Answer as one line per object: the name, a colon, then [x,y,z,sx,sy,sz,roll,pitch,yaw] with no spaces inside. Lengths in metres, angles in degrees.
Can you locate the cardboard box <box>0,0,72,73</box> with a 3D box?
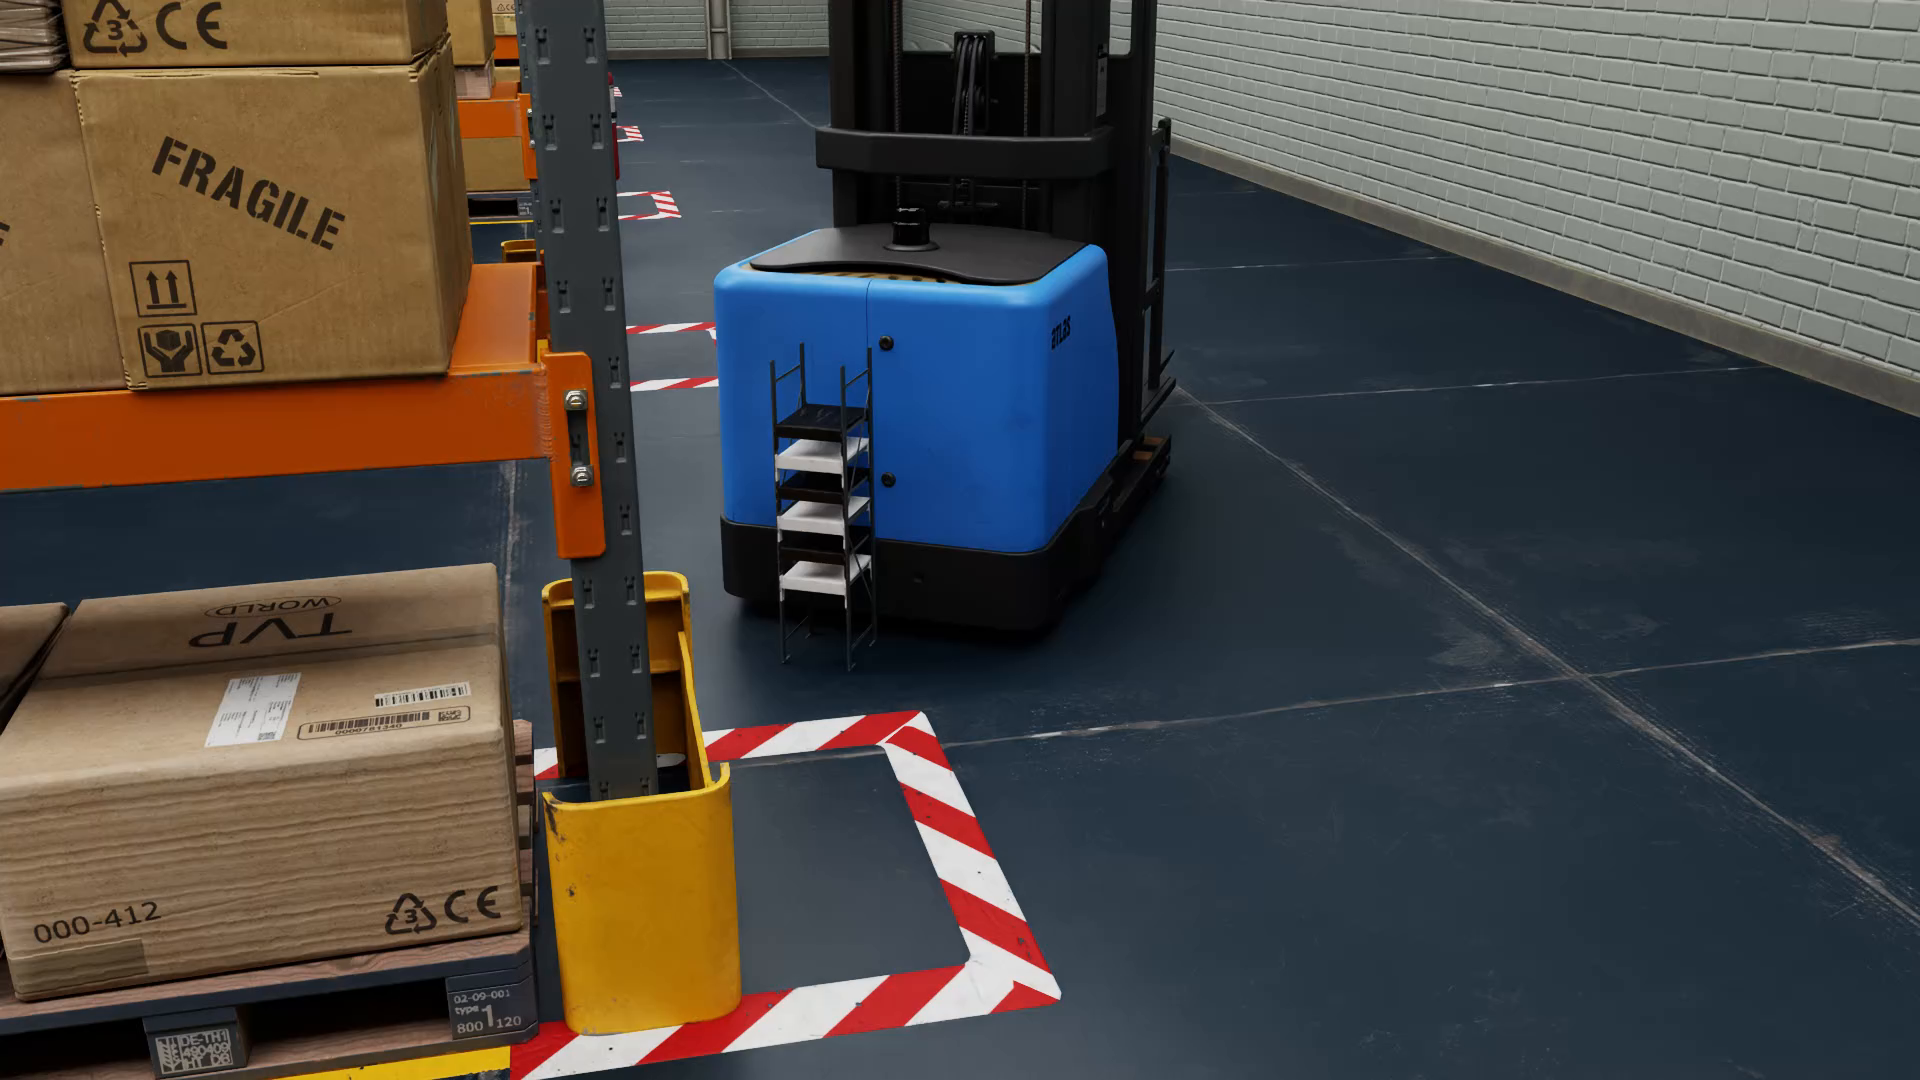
cardboard box: [-1.664,-1.002,2.590,0.500,0.500,0.500,-5,21,-12]

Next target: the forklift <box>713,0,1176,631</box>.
forklift: [0.190,-1.583,5.875,1.130,2.935,3.031,6,21,16]

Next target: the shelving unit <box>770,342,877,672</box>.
shelving unit: [-0.383,-0.093,4.759,0.210,0.900,0.258,6,21,15]

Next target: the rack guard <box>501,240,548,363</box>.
rack guard: [-2.059,-1.124,8.156,0.348,0.500,1.175,-5,21,-12]

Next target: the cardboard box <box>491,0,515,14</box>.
cardboard box: [-3.438,-3.914,11.924,0.500,0.250,0.500,-5,21,-13]

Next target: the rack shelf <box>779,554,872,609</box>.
rack shelf: [-0.383,0.108,4.832,0.200,0.077,0.258,6,21,15]

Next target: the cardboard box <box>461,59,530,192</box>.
cardboard box: [-3.632,-3.094,12.378,0.875,0.875,0.875,-5,21,-12]

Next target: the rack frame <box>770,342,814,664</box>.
rack frame: [-0.481,-0.102,4.786,0.006,0.900,0.240,6,21,15]

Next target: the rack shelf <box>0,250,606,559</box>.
rack shelf: [-2.694,-0.159,2.932,4.000,0.370,1.077,-5,21,-12]

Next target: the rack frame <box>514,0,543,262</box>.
rack frame: [-1.985,-2.304,7.742,0.127,3.000,1.000,-5,21,-12]

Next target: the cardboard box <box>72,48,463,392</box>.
cardboard box: [-1.156,-0.575,2.878,0.500,0.500,0.500,-5,21,-12]

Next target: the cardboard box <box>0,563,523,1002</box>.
cardboard box: [-1.367,0.437,3.375,0.875,0.438,0.875,-5,21,-14]

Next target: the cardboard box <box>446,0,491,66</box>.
cardboard box: [-2.363,-2.369,7.342,0.500,0.500,0.500,-4,21,-11]

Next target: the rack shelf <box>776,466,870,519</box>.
rack shelf: [-0.383,-0.146,4.739,0.200,0.077,0.258,6,21,15]

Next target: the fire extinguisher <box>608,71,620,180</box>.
fire extinguisher: [-1.633,-1.958,7.452,0.183,0.674,0.296,-5,21,-12]

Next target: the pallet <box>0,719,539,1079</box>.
pallet: [-1.507,0.744,3.476,1.213,0.211,1.003,-5,21,-12]

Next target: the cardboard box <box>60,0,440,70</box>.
cardboard box: [-1.162,-1.053,2.730,0.500,0.500,0.500,-4,20,-11]

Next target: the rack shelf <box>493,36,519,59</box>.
rack shelf: [-4.974,-3.476,11.988,4.000,0.370,1.077,-5,21,-12]

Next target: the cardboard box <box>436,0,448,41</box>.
cardboard box: [-1.280,-1.228,3.208,0.500,0.500,0.500,-5,21,-14]

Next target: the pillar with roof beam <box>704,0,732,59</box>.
pillar with roof beam: [-3.028,-10.825,22.283,0.400,9.000,9.100,-5,21,-12]

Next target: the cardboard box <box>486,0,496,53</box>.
cardboard box: [-2.485,-2.547,7.829,0.500,0.500,0.500,-4,20,-10]

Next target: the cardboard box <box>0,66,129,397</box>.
cardboard box: [-1.648,-0.540,2.783,0.500,0.500,0.500,-5,21,-14]

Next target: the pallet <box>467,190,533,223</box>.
pallet: [-3.788,-2.573,12.532,1.213,0.211,1.003,-5,21,-12]

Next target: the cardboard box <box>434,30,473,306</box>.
cardboard box: [-1.280,-0.760,3.382,0.500,0.500,0.500,-5,21,-13]

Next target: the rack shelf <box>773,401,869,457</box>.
rack shelf: [-0.383,-0.315,4.678,0.200,0.077,0.258,6,21,15]

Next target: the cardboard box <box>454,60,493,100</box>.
cardboard box: [-2.237,-2.065,7.457,0.250,0.149,0.380,-5,21,-12]

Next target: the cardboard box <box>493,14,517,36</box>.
cardboard box: [-3.298,-3.716,11.962,0.250,0.149,0.380,-4,21,-11]

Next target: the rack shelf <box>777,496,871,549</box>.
rack shelf: [-0.383,-0.061,4.770,0.200,0.077,0.258,6,21,15]

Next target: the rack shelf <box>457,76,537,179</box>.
rack shelf: [-3.931,-1.808,7.434,4.000,0.370,1.077,-5,21,-12]

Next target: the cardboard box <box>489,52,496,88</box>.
cardboard box: [-2.375,-2.270,8.015,0.250,0.149,0.380,-5,21,-13]

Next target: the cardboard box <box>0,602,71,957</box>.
cardboard box: [-2.255,0.512,3.170,0.875,0.438,0.875,-4,21,-11]

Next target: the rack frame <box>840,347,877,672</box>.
rack frame: [-0.286,-0.083,4.732,0.006,0.900,0.240,6,21,15]

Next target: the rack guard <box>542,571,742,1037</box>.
rack guard: [-0.724,0.517,3.676,0.348,0.500,1.175,-5,21,-12]

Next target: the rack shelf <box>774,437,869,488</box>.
rack shelf: [-0.383,-0.230,4.708,0.200,0.077,0.258,6,21,15]

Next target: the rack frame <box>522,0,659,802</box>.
rack frame: [-0.747,-0.655,3.241,0.127,3.000,1.000,-5,21,-12]

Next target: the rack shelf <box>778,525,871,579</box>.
rack shelf: [-0.383,0.023,4.801,0.200,0.077,0.258,6,21,15]
